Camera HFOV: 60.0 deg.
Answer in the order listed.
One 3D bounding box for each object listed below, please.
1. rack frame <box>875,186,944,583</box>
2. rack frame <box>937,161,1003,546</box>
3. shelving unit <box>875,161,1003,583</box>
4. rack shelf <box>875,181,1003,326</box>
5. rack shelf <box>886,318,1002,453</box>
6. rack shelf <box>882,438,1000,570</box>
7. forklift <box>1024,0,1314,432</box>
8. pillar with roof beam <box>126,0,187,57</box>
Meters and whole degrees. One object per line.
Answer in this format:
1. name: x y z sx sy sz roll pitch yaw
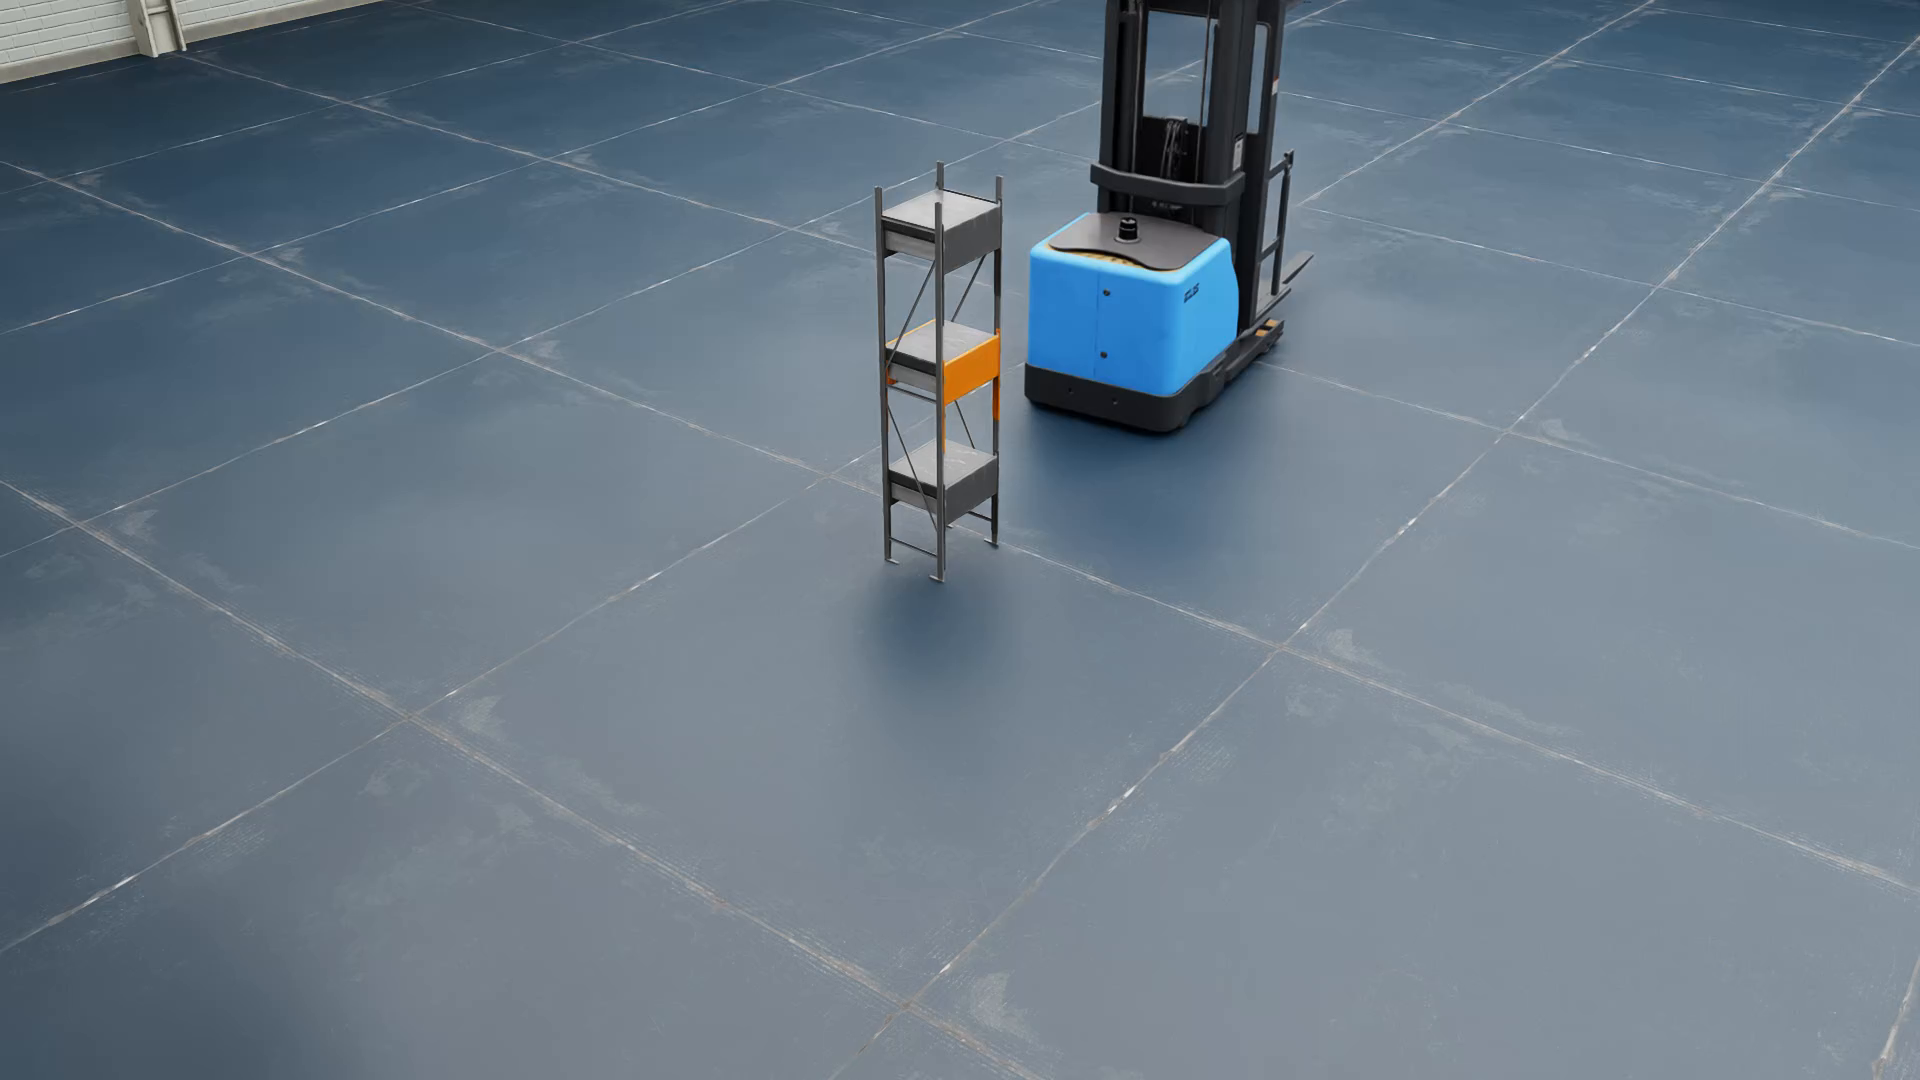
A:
1. rack frame: -0.247 -0.737 8.434 0.400 2.100 0.015 21 37 31
2. rack frame: 0.047 -0.935 8.769 0.400 2.100 0.015 21 37 31
3. shelving unit: -0.100 -0.836 8.601 0.431 2.100 0.503 21 37 31
4. rack shelf: -0.100 -1.426 8.251 0.431 0.518 0.480 21 37 31
5. rack shelf: -0.100 -0.824 8.608 0.431 0.518 0.480 21 37 31
6. rack shelf: -0.100 -0.222 8.965 0.431 0.518 0.480 21 37 31
7. forklift: 1.593 -2.645 10.837 1.130 2.935 3.031 17 34 26
8. pillar with roof beam: -5.362 -7.936 13.815 9.100 9.000 0.400 21 37 31
